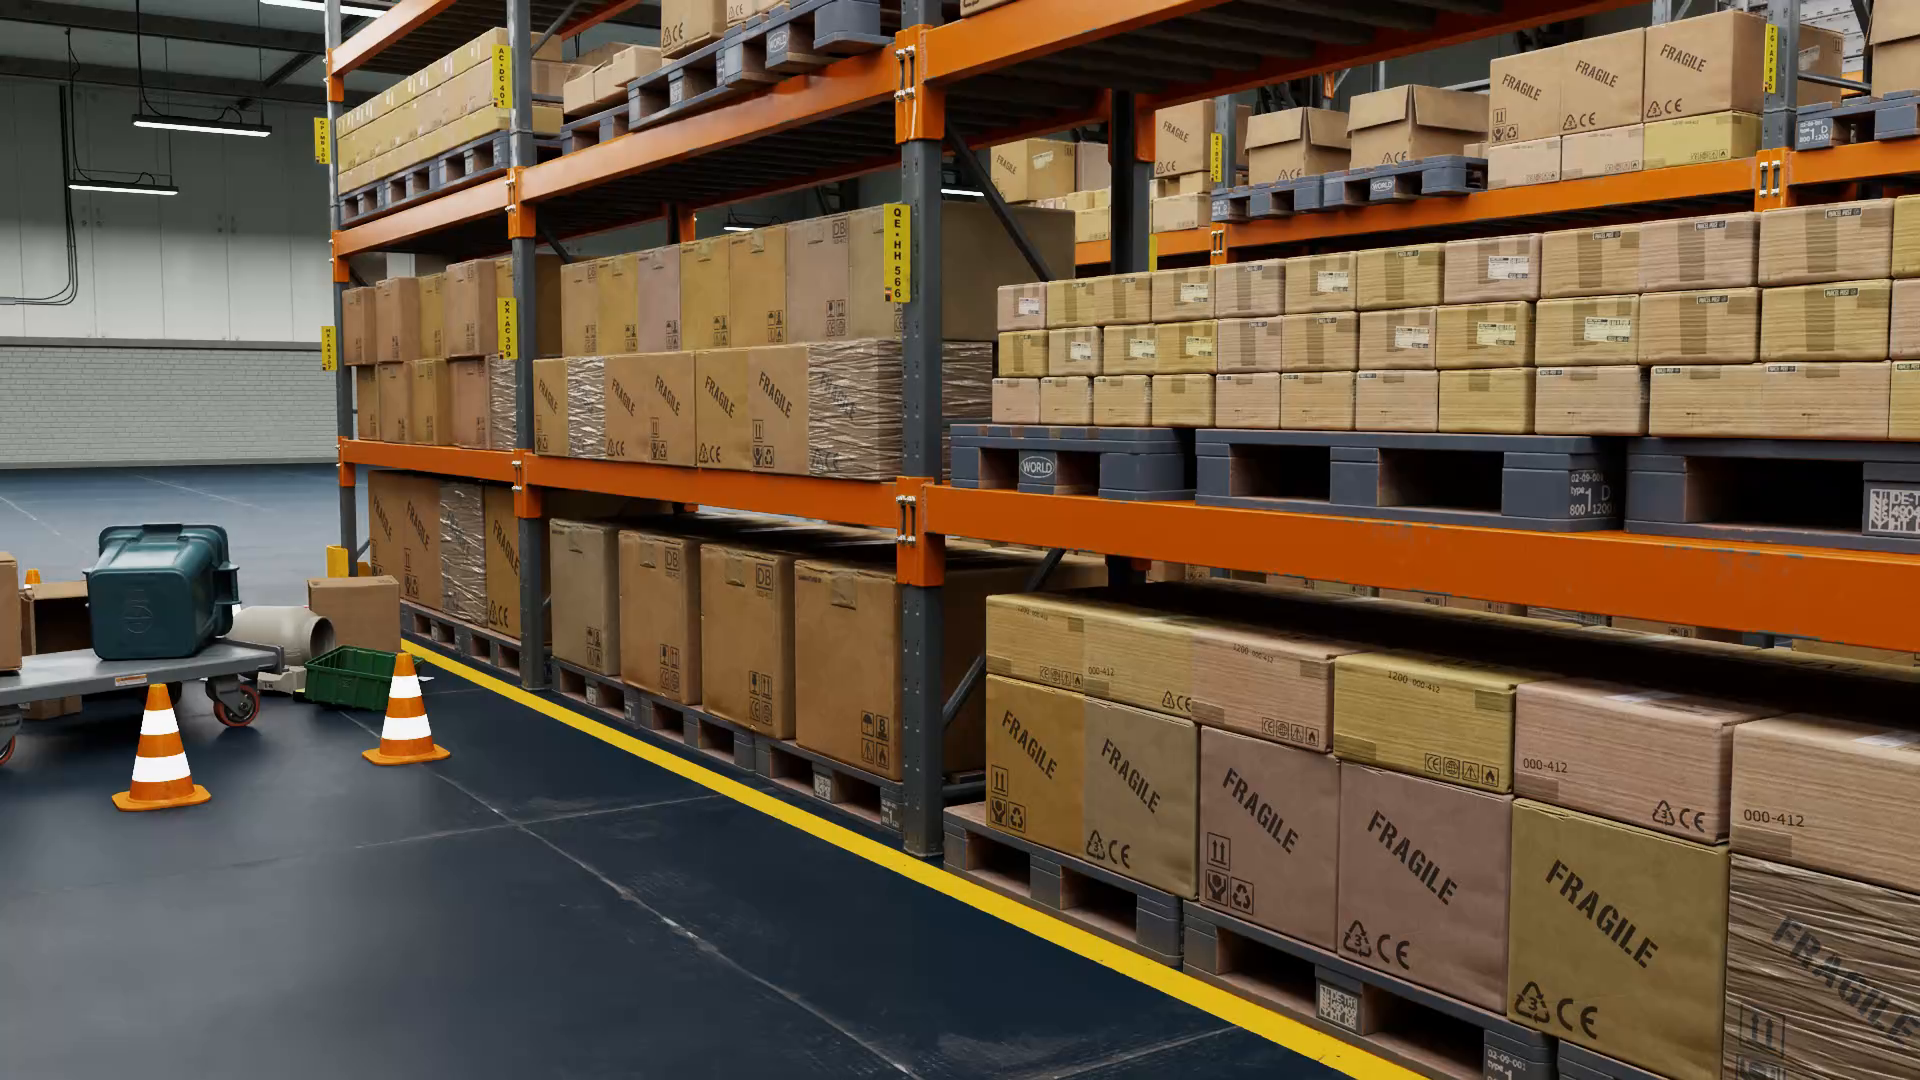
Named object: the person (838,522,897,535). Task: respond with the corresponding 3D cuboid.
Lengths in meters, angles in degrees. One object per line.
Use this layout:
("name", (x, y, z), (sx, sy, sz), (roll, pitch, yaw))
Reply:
("person", (-0.500, -0.073, 10.003), (0.455, 1.656, 0.539), (-4, 7, -43))
